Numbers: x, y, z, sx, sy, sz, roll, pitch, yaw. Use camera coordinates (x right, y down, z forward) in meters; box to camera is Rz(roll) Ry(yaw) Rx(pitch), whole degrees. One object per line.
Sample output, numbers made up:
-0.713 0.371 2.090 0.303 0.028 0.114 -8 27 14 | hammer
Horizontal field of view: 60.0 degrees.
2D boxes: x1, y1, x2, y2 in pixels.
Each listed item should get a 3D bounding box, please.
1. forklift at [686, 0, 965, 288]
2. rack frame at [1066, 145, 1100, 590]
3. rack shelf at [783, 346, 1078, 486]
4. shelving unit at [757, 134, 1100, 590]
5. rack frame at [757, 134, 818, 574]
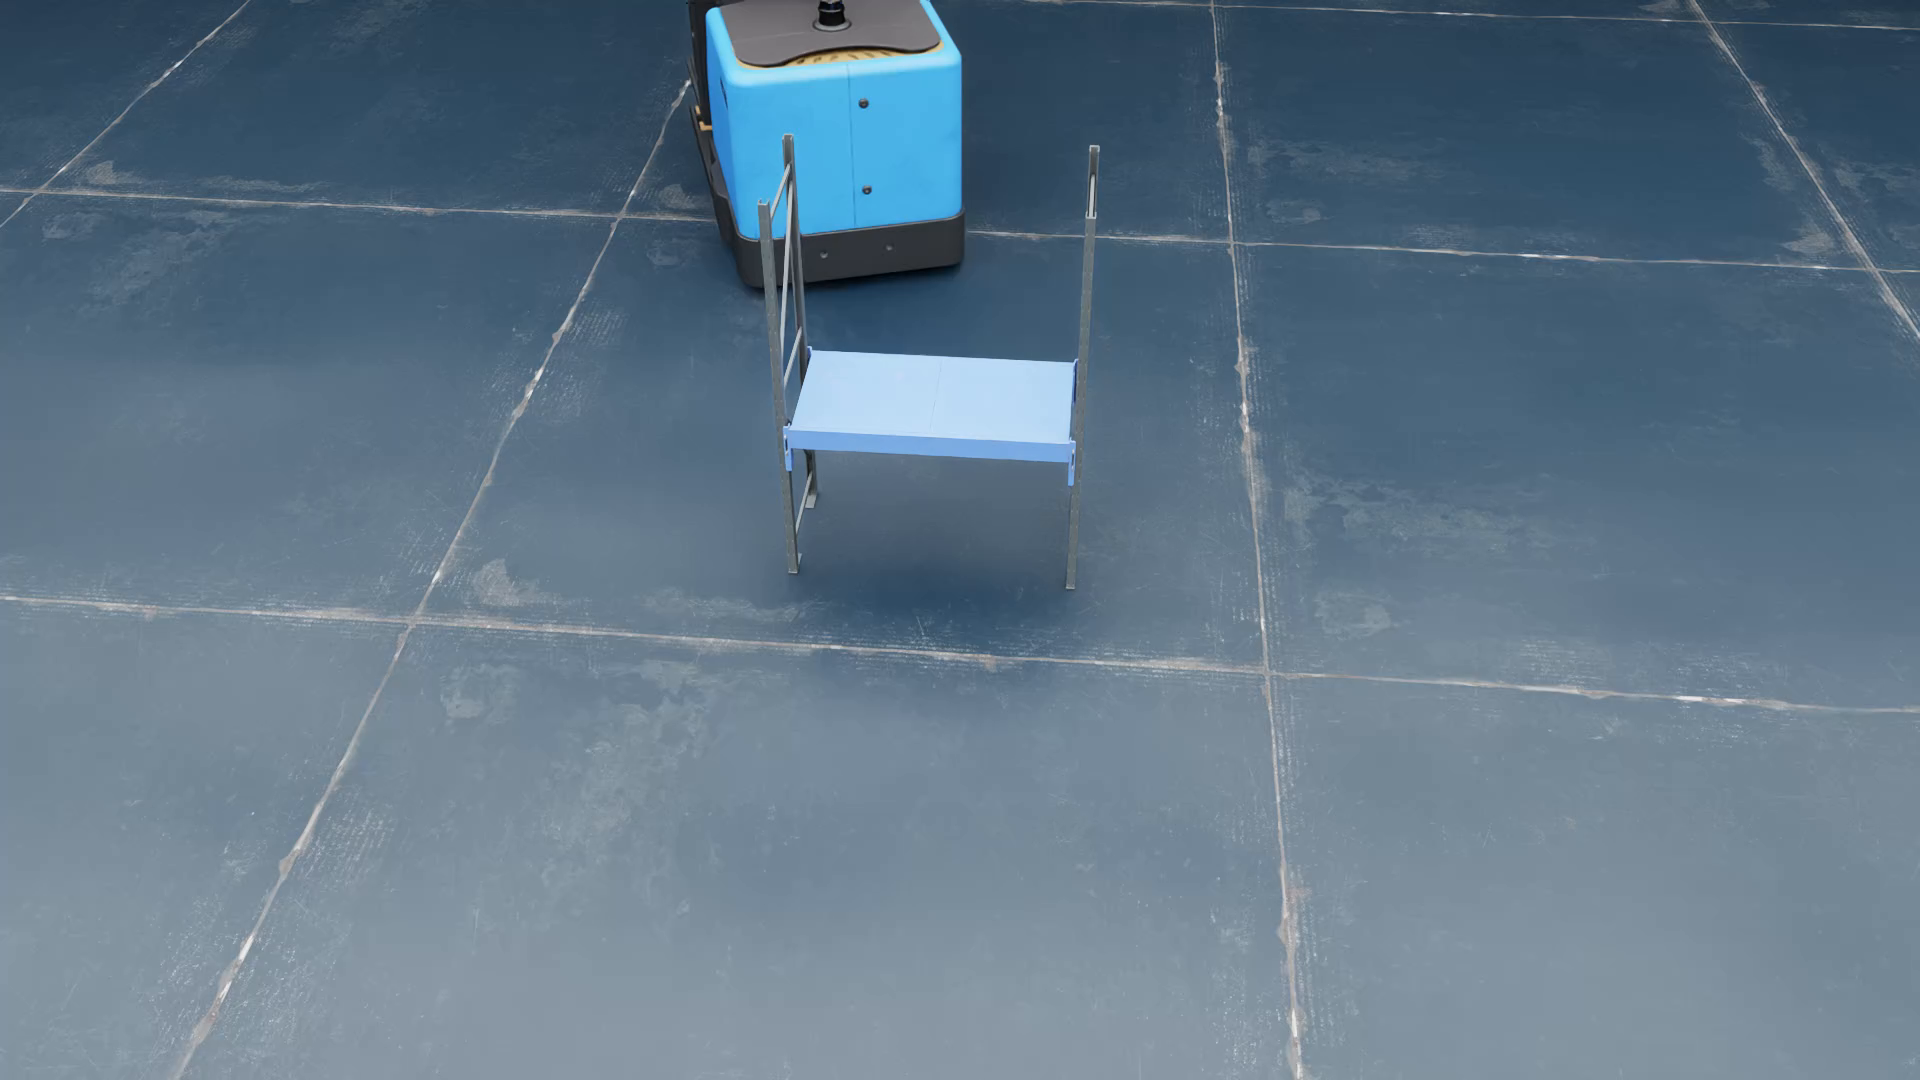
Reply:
-0.820 -3.218 7.881 1.130 2.935 3.031 -9 40 -10 | forklift
0.421 -0.559 5.748 0.032 1.500 0.500 3 39 4 | rack frame
-0.085 -0.447 5.896 1.000 0.185 0.538 3 39 4 | rack shelf
-0.085 -0.586 5.782 1.048 1.500 0.538 3 39 4 | shelving unit
-0.591 -0.614 5.816 0.032 1.500 0.500 3 39 4 | rack frame
